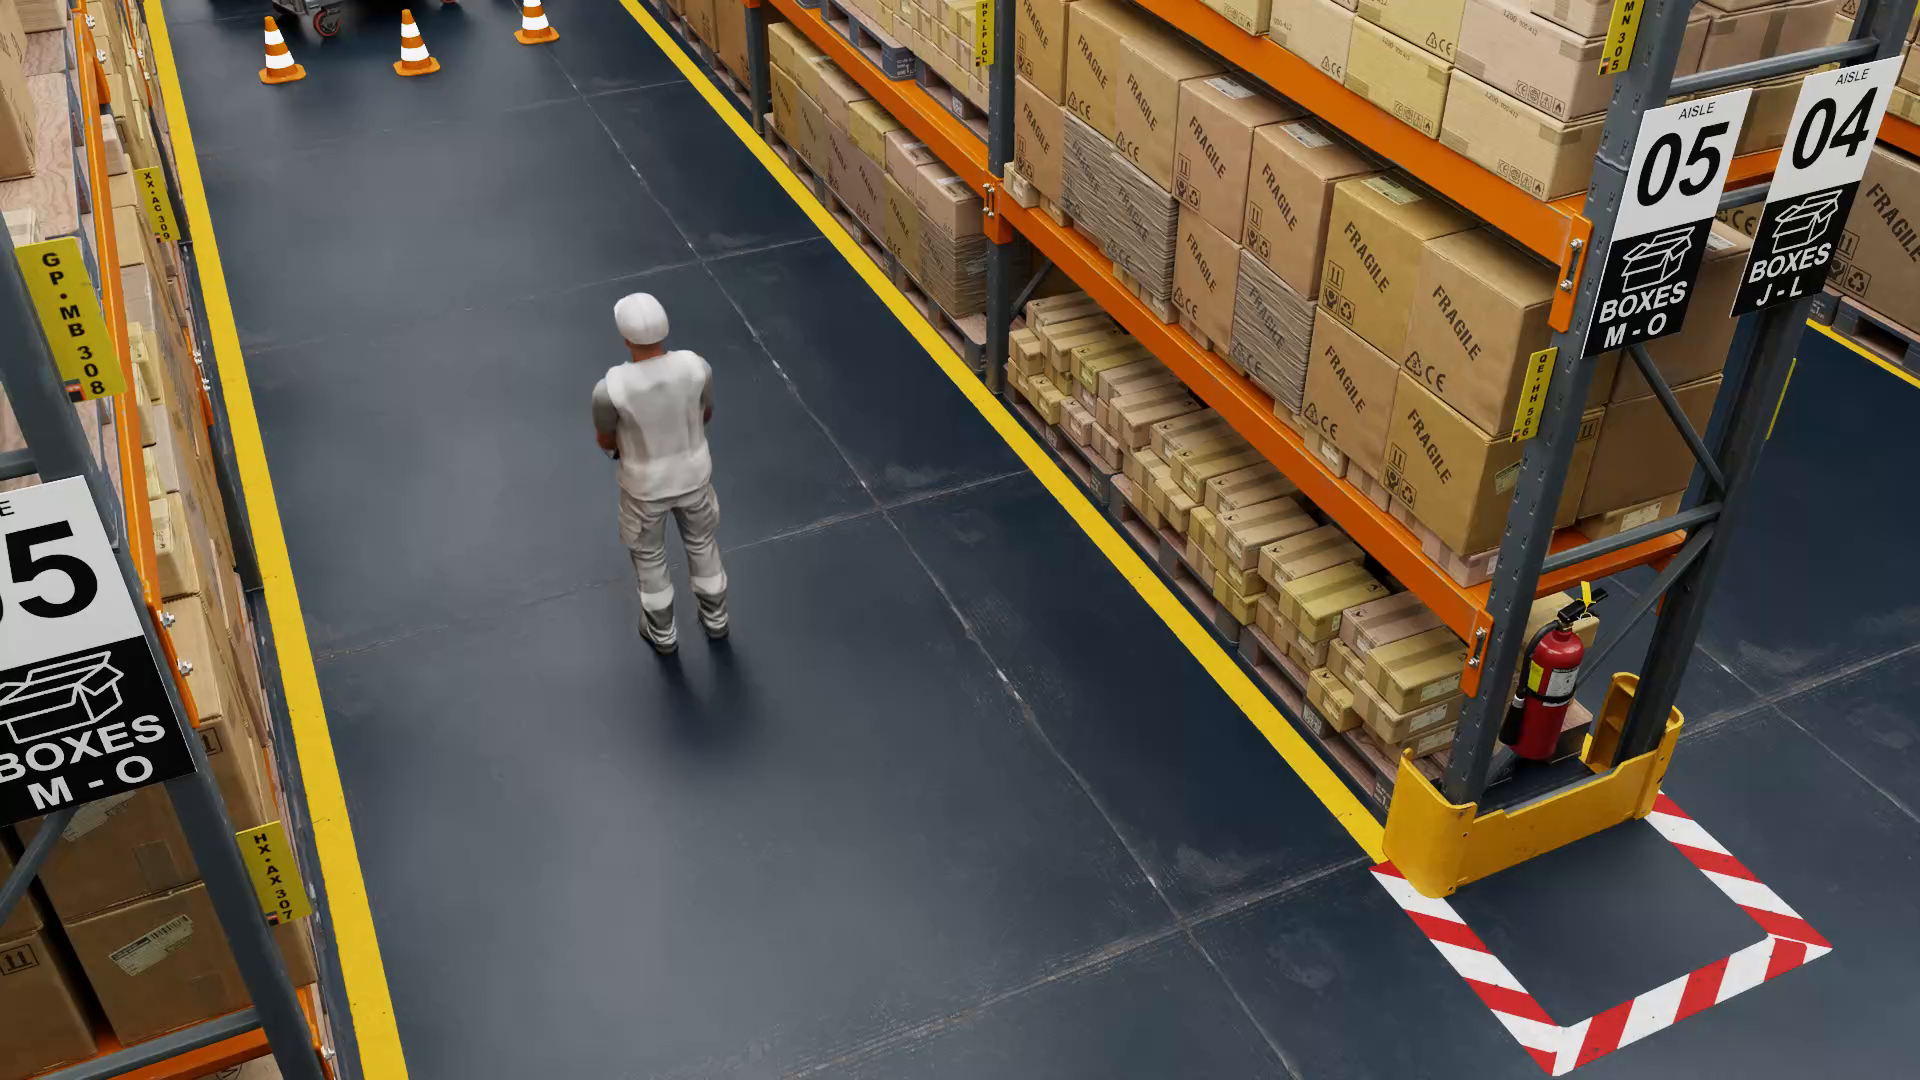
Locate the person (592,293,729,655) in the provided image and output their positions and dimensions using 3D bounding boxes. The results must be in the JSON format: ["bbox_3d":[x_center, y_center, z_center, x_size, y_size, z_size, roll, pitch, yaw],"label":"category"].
[{"bbox_3d":[-1.319,-0.316,7.252,0.524,1.794,0.529,-16,40,-20],"label":"person"}]
